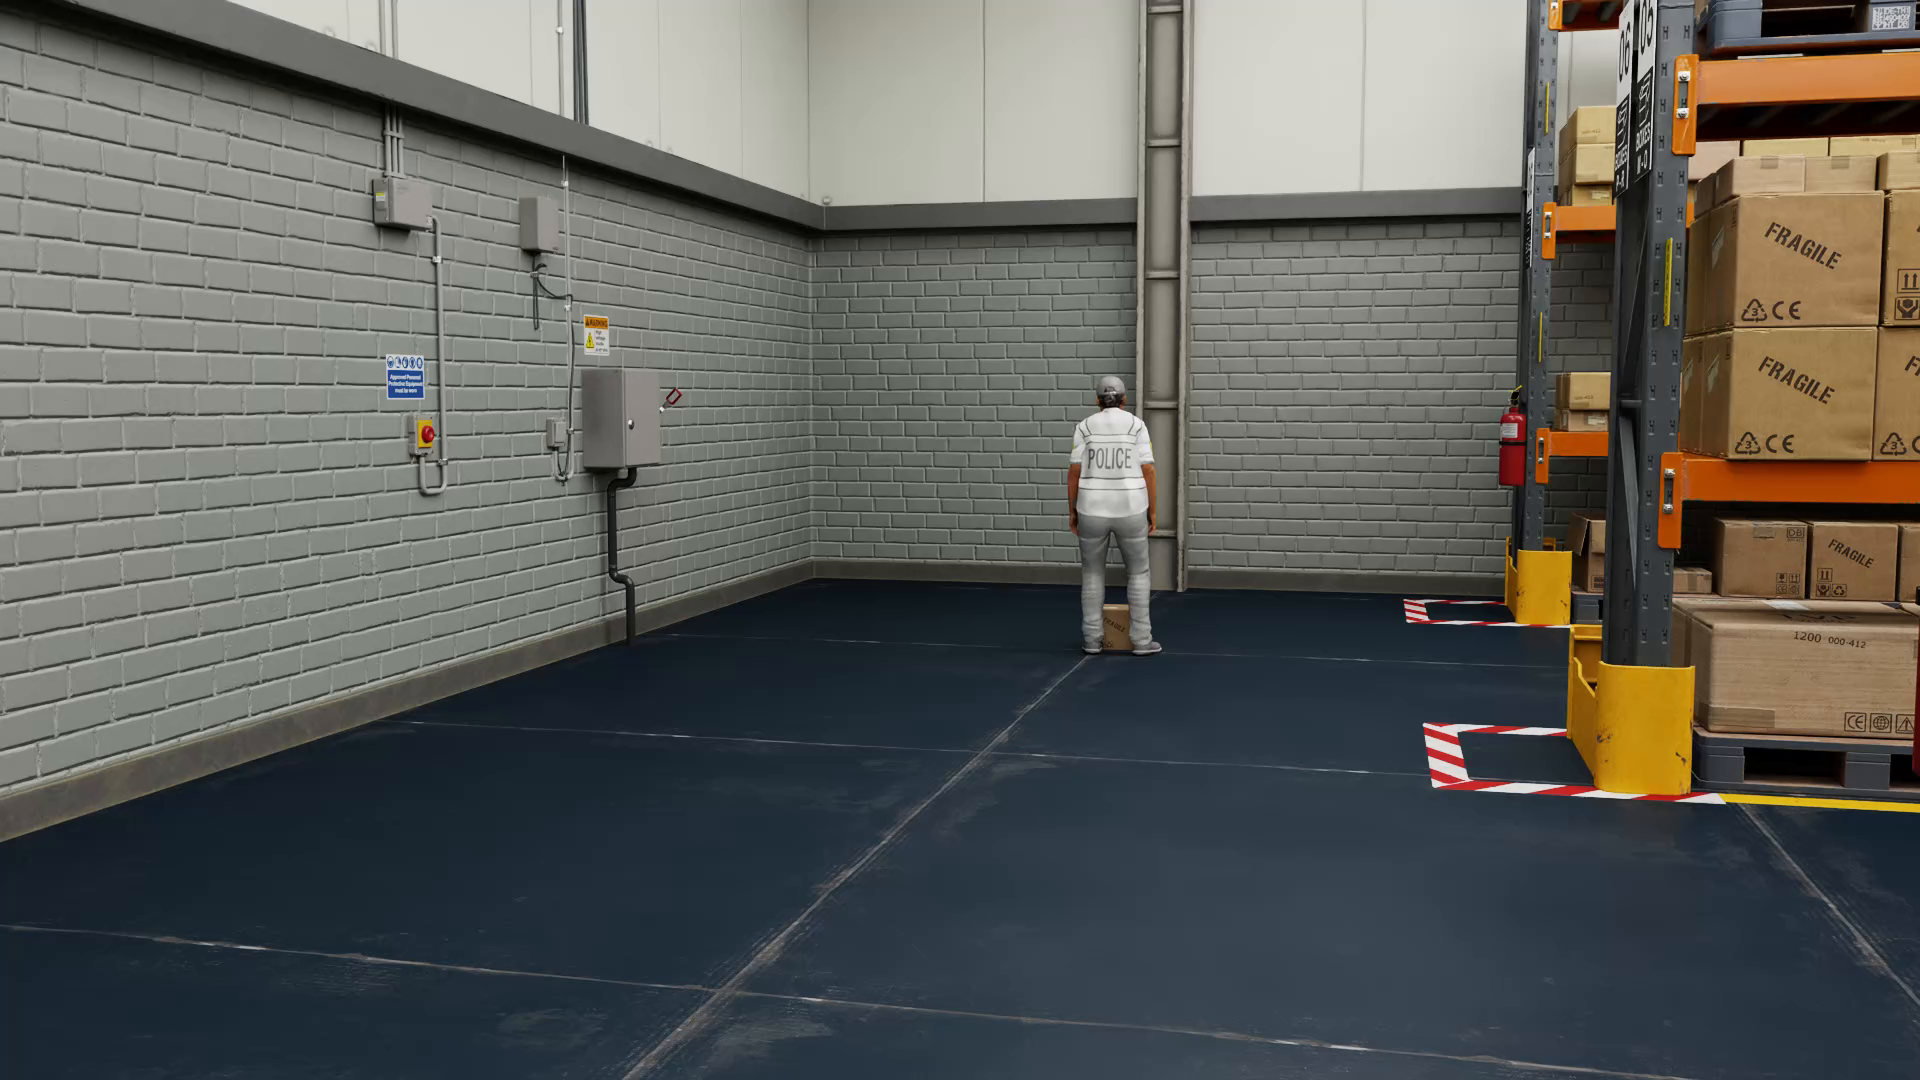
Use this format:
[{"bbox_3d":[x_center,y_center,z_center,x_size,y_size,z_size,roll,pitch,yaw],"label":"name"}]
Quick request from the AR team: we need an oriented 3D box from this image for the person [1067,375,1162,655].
[{"bbox_3d":[0.929,-0.150,9.970,0.563,1.667,0.463,1,5,11],"label":"person"}]
